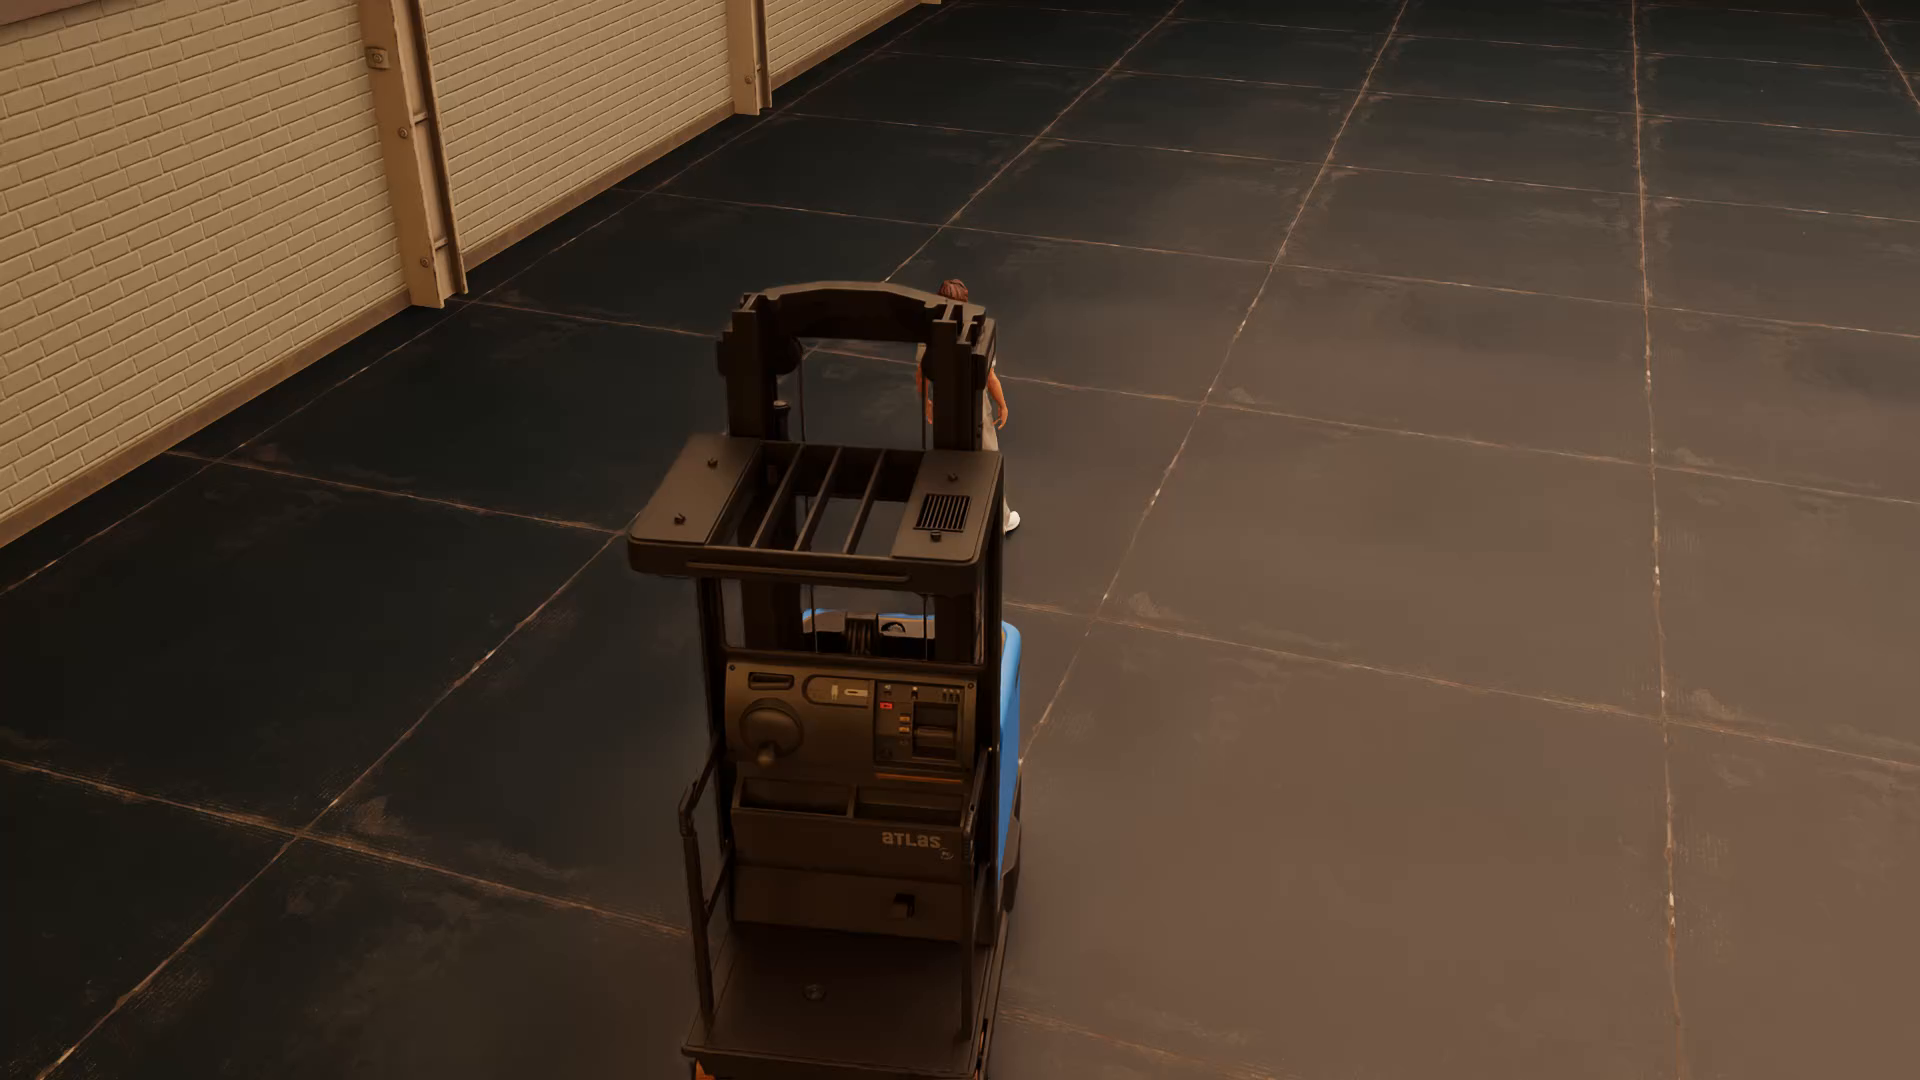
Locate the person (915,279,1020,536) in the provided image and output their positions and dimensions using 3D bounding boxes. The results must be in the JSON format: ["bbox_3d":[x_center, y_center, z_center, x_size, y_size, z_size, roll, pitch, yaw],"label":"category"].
[{"bbox_3d":[0.037,-0.766,9.734,0.549,1.675,0.549,10,31,16],"label":"person"}]

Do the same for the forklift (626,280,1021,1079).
[{"bbox_3d":[-0.428,0.705,5.899,1.130,2.935,3.031,4,30,7],"label":"forklift"}]
